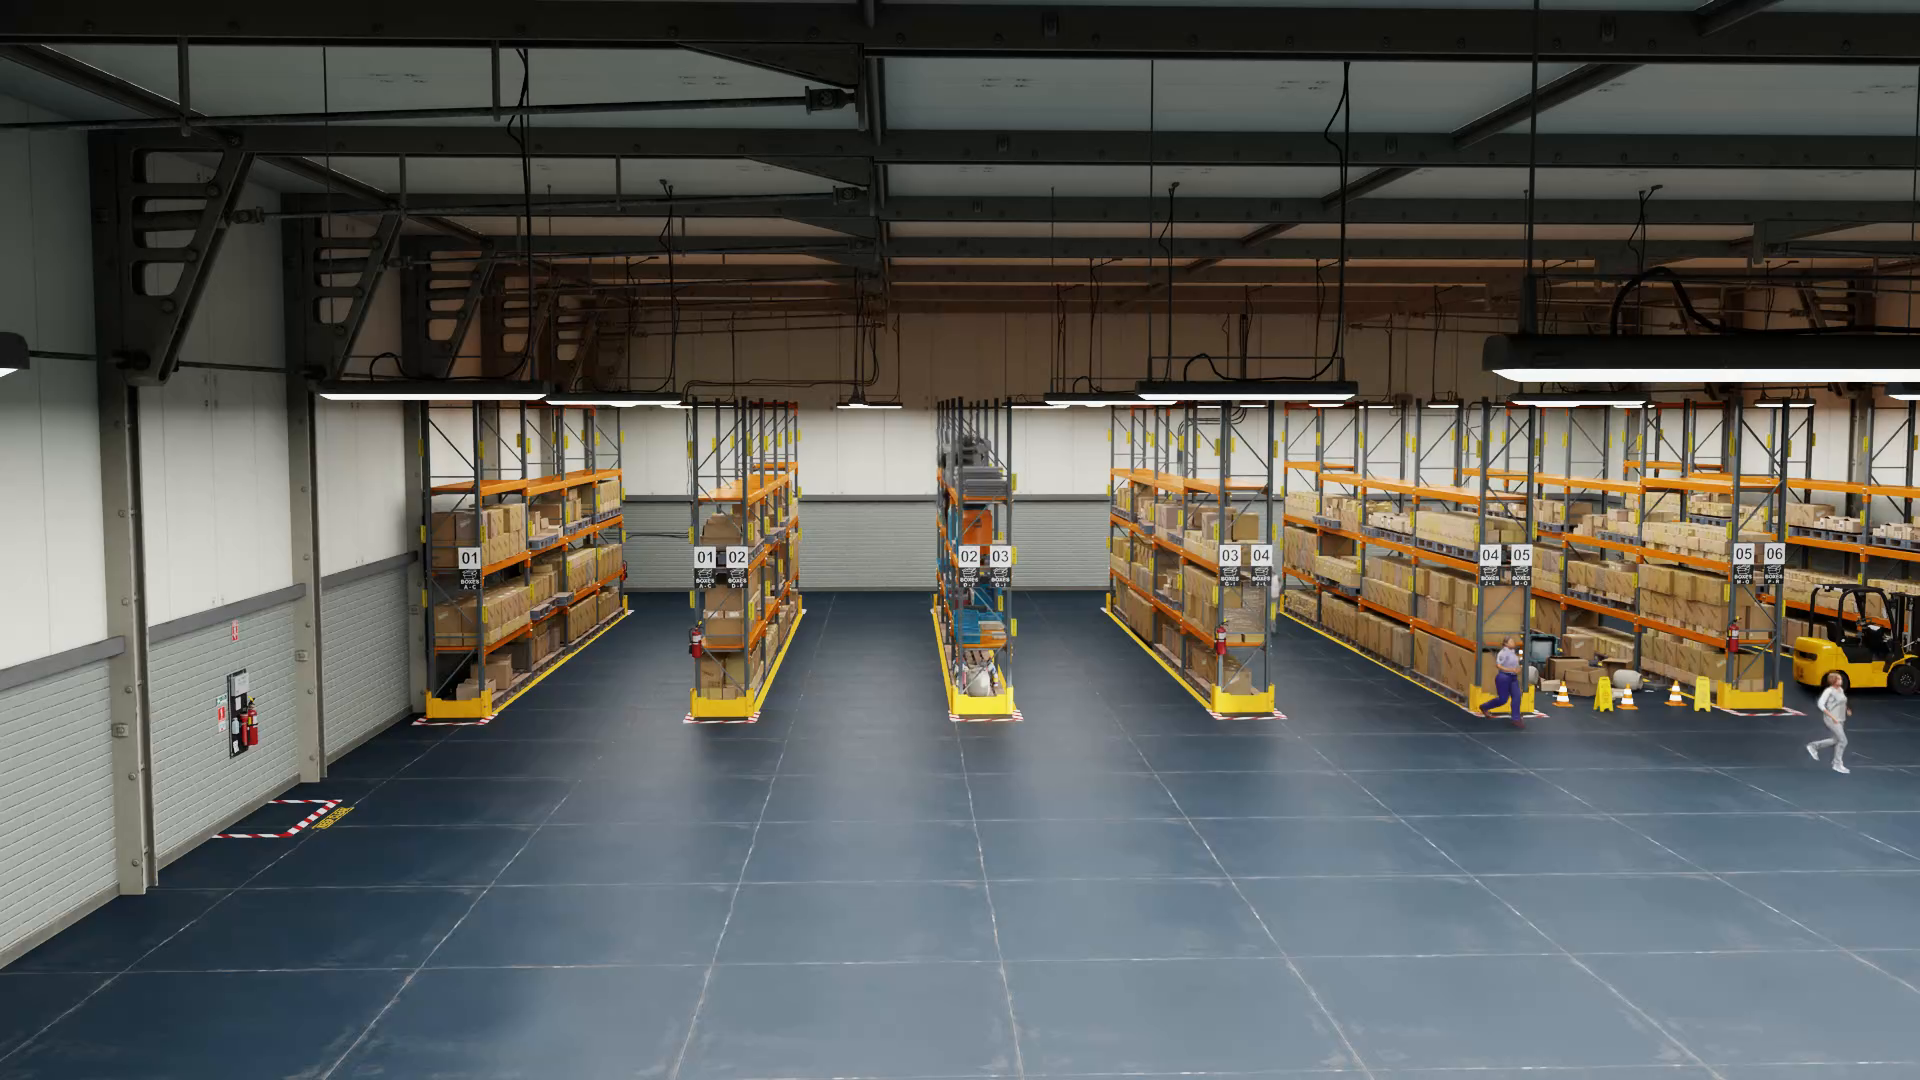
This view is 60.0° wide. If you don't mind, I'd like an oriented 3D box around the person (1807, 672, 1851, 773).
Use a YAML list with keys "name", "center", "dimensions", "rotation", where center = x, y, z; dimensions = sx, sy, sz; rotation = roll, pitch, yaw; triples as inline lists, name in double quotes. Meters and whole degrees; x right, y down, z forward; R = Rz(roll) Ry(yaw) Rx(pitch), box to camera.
- name: "person"
  center: [13.908, 2.907, 26.575]
  dimensions: [0.534, 1.564, 0.669]
  rotation: [-4, 6, -40]

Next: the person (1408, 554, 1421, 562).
- name: "person"
  center: [13.455, 1.084, 49.265]
  dimensions: [0.763, 1.708, 0.661]
  rotation: [0, 4, -5]

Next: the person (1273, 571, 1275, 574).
- name: "person"
  center: [8.154, 1.420, 44.575]
  dimensions: [0.713, 1.761, 0.743]
  rotation: [0, 4, 0]

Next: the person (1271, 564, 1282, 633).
- name: "person"
  center: [8.103, 1.488, 43.390]
  dimensions: [0.673, 1.778, 0.963]
  rotation: [0, 4, 0]

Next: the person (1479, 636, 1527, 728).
- name: "person"
  center: [9.958, 2.580, 30.358]
  dimensions: [0.889, 1.650, 0.613]
  rotation: [4, 6, 45]
